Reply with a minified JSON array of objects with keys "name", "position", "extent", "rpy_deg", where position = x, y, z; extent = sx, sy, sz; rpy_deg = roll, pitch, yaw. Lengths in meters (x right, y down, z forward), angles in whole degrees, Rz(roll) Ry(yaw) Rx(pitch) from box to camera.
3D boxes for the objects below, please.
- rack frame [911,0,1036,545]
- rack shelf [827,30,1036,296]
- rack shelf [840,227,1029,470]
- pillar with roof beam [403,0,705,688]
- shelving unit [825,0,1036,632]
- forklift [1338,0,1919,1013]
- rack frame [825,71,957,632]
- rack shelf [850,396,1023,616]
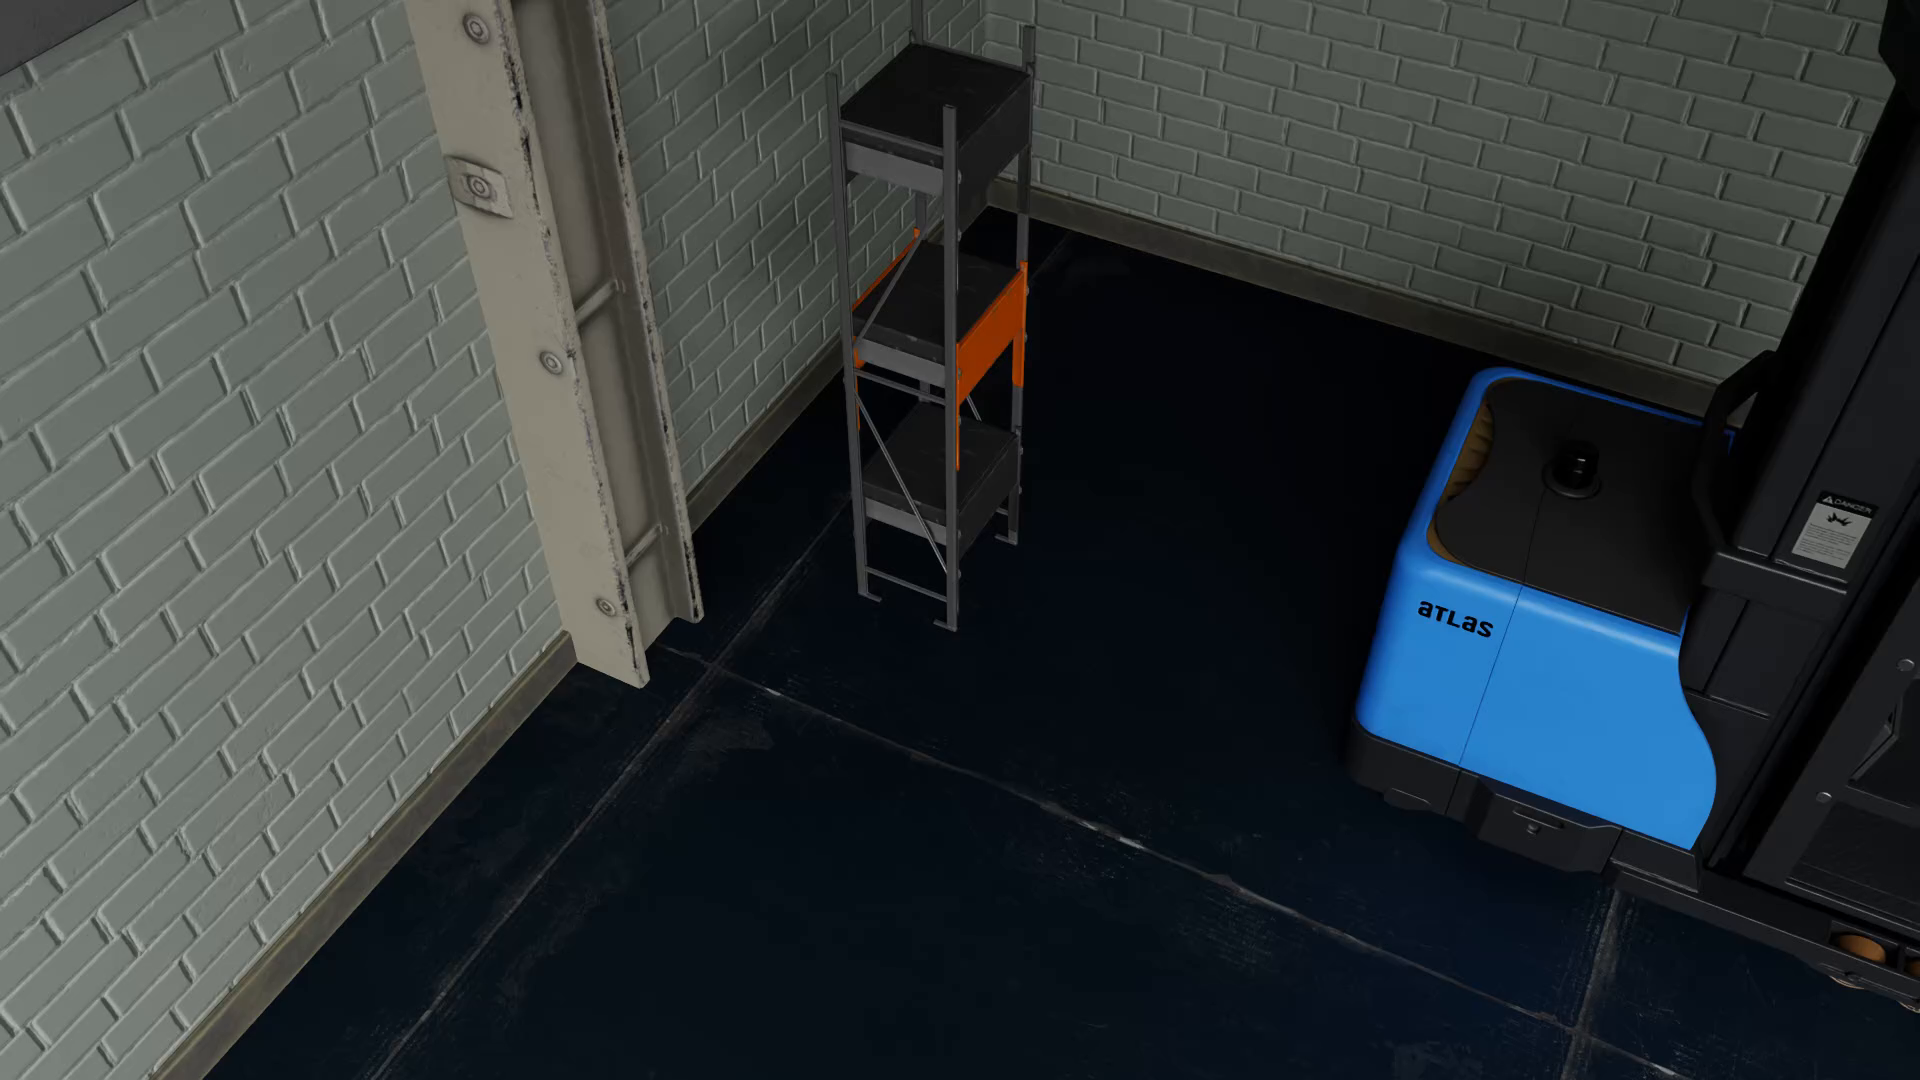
[{"name":"rack frame","position":[0.036,-0.788,5.552],"extent":[0.400,2.100,0.015],"rpy_deg":[20,49,19]},{"name":"rack shelf","position":[-0.077,-1.116,4.912],"extent":[0.431,0.518,0.480],"rpy_deg":[20,49,19]},{"name":"rack shelf","position":[-0.077,-0.624,5.410],"extent":[0.431,0.518,0.480],"rpy_deg":[20,49,19]},{"name":"pillar with roof beam","position":[2.669,-1.403,1.310],"extent":[9.100,9.000,0.400],"rpy_deg":[20,49,19]},{"name":"shelving unit","position":[-0.077,-0.634,5.400],"extent":[0.431,2.100,0.503],"rpy_deg":[20,49,19]},{"name":"forklift","position":[2.789,-0.076,4.265],"extent":[3.031,2.935,1.130],"rpy_deg":[20,49,18]},{"name":"rack frame","position":[-0.190,-0.480,5.248],"extent":[0.400,2.100,0.015],"rpy_deg":[20,49,19]},{"name":"rack shelf","position":[-0.077,-0.132,5.908],"extent":[0.431,0.518,0.480],"rpy_deg":[20,49,19]}]
